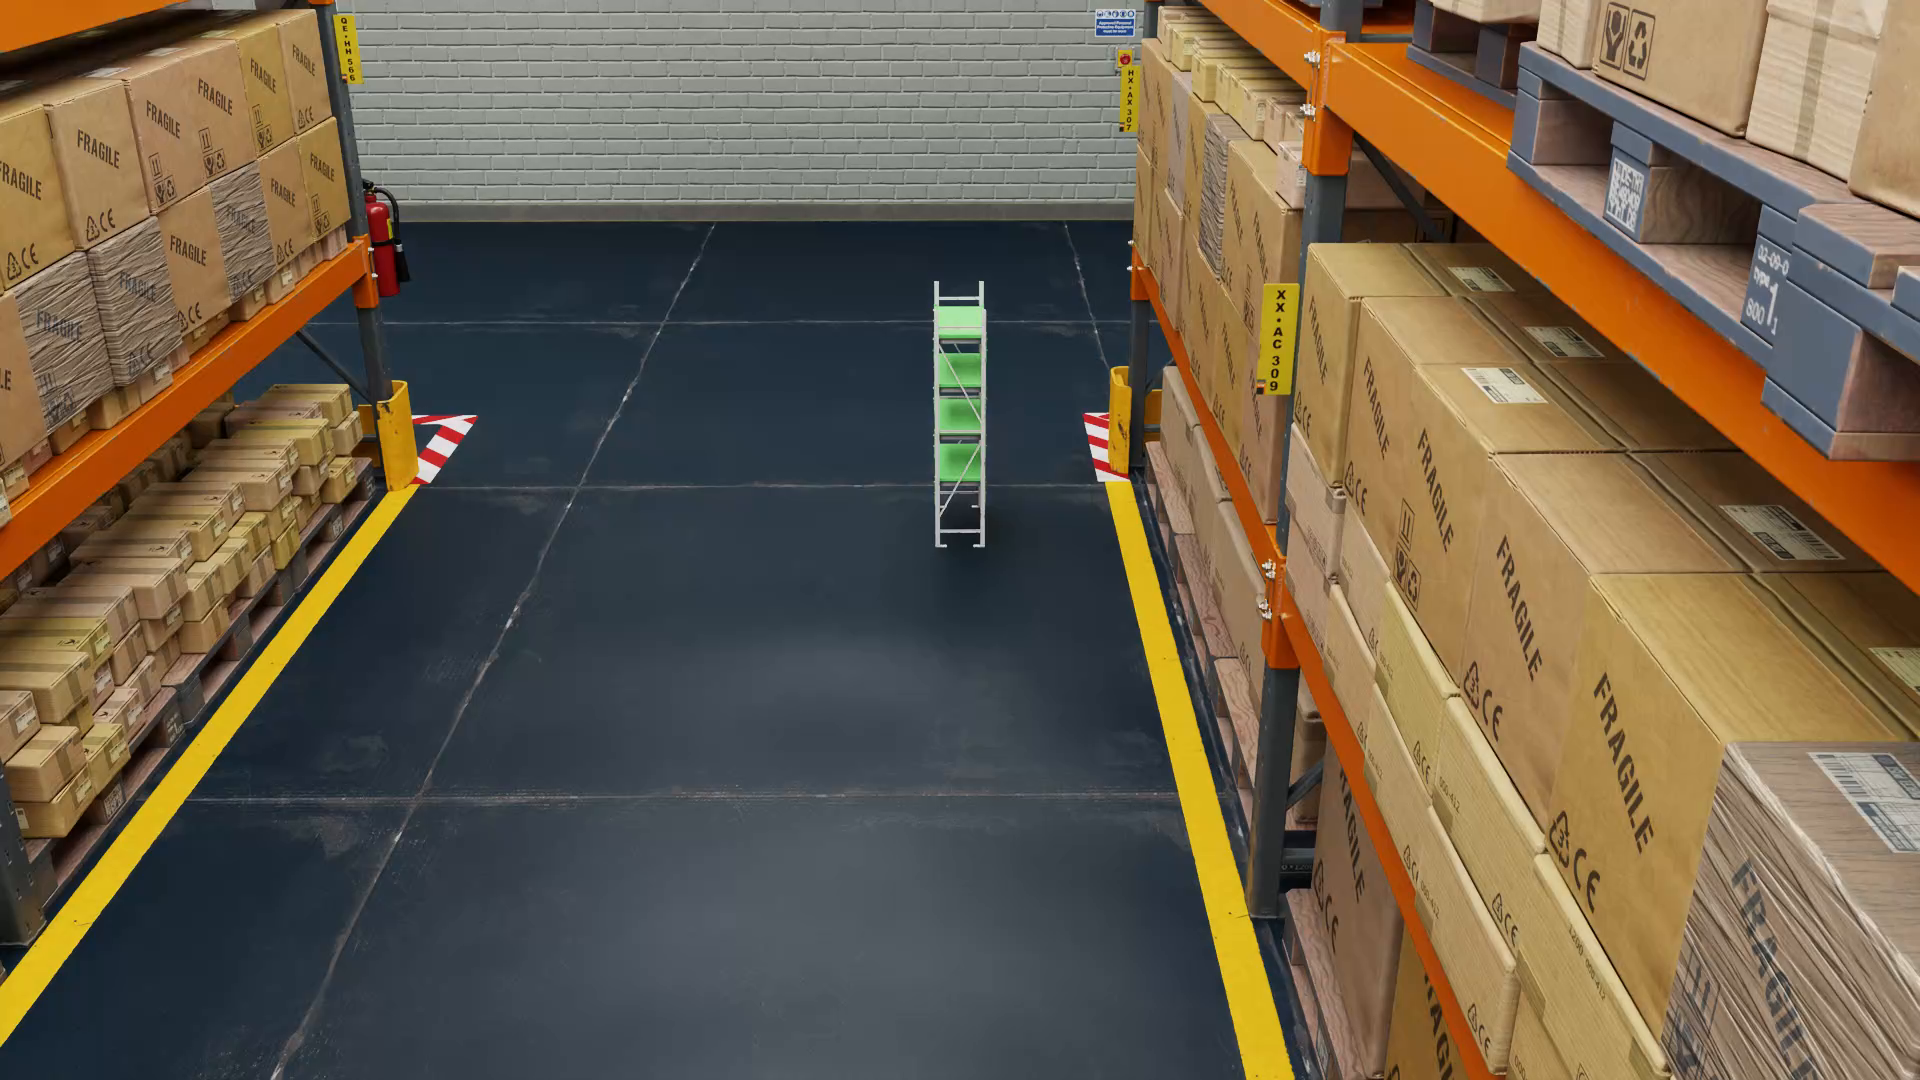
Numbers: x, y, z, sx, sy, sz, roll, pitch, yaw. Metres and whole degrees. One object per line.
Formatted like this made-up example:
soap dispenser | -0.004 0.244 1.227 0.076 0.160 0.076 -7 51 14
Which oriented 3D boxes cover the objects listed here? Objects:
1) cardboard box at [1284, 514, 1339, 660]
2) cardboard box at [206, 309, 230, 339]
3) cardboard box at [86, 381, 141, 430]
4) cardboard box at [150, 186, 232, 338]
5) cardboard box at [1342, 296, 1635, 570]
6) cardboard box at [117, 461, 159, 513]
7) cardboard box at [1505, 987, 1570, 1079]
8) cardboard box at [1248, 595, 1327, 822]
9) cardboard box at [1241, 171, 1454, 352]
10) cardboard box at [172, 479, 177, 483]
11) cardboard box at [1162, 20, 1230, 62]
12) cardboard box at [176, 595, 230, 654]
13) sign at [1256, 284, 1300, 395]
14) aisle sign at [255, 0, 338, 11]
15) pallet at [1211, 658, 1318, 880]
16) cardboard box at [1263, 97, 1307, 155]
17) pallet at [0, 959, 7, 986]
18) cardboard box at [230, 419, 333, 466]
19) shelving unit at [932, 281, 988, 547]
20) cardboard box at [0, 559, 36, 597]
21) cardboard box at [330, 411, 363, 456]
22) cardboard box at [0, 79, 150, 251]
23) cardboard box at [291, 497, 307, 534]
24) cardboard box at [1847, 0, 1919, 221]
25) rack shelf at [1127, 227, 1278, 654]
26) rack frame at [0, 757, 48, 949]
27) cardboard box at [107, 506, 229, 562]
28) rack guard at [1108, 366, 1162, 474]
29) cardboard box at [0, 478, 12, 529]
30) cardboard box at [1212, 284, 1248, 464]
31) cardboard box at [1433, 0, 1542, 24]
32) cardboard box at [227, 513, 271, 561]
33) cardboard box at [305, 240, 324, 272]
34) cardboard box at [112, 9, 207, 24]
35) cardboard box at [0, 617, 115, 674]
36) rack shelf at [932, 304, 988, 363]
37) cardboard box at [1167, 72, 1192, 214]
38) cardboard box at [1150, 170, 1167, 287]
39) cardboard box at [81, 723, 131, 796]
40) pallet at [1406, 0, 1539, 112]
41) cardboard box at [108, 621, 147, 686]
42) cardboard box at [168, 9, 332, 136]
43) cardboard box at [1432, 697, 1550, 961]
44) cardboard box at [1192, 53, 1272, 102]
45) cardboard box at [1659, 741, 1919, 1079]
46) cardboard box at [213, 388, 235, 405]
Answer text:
cardboard box | 1.197 0.111 4.548 0.500 0.250 0.500 -1 24 -2
cardboard box | -3.324 -0.946 7.006 0.380 0.149 0.250 -1 24 -3
cardboard box | -3.236 -0.512 6.047 0.380 0.149 0.250 0 24 0
cardboard box | -3.264 -1.095 6.549 0.500 0.500 0.500 1 24 2
cardboard box | 1.206 -0.249 3.826 0.500 0.500 0.500 0 24 -1
cardboard box | -3.794 -0.237 7.362 0.380 0.149 0.250 1 24 2
cardboard box | 1.224 0.951 2.689 0.500 0.250 0.500 0 24 -1
cardboard box | 1.556 0.577 5.935 0.875 0.438 0.875 -1 24 -1
cardboard box | 1.174 -0.835 5.121 0.500 0.500 0.500 0 24 -1
cardboard box | -3.856 -0.216 7.676 0.380 0.149 0.250 0 24 1
cardboard box | 1.101 -2.222 7.402 0.380 0.149 0.250 0 24 1
cardboard box | -3.230 0.345 6.796 0.380 0.149 0.250 -1 24 -2
sign | 0.901 -0.568 4.718 0.100 0.325 0.005 0 24 -1
aisle sign | -3.237 -2.941 7.957 0.394 0.787 0.004 0 24 -1
pallet | 1.526 0.817 6.188 1.003 0.211 1.213 0 24 -1
cardboard box | 1.226 -1.379 5.536 0.380 0.149 0.250 0 24 -1
pallet | -3.483 1.515 4.644 1.003 0.211 1.213 0 24 -1
cardboard box | -3.202 -0.461 7.858 0.380 0.149 0.250 -1 24 -2
shelving unit | -0.002 -0.615 8.154 0.258 1.200 0.503 0 24 -1
cardboard box | -3.829 0.189 6.421 0.380 0.149 0.250 -1 24 -3
cardboard box | -3.245 -0.536 8.385 0.380 0.149 0.250 -1 24 -2
cardboard box | -3.250 -1.321 5.836 0.500 0.500 0.500 0 24 0
cardboard box | -3.286 -0.085 7.747 0.380 0.149 0.250 0 24 0
cardboard box | 1.299 -0.503 1.451 0.700 0.500 0.500 -1 24 -3
rack shelf | 1.434 -0.637 6.891 1.077 0.370 4.000 0 24 -1
rack frame | -3.493 -0.076 4.779 1.000 3.000 0.127 0 24 -1
cardboard box | -3.281 -0.027 6.897 0.380 0.149 0.250 0 24 0
rack guard | 1.412 -0.659 9.101 1.175 0.500 0.348 0 24 -1
cardboard box | -3.169 -0.080 5.092 0.380 0.149 0.250 1 24 1
cardboard box | 1.184 -0.588 5.788 0.500 0.500 0.500 -1 24 -2
cardboard box | 1.120 -1.069 3.107 0.380 0.166 0.250 -2 24 -4
cardboard box | -3.235 -0.003 7.206 0.380 0.149 0.250 1 24 2
cardboard box | -3.285 -1.374 7.954 0.380 0.149 0.250 0 24 -1
cardboard box | -3.797 -2.175 7.724 0.500 0.500 0.500 0 24 -1
cardboard box | -3.285 0.400 5.955 0.380 0.149 0.250 -1 24 -1
rack shelf | -0.002 -0.994 7.982 0.258 0.148 0.480 0 24 -1
cardboard box | 1.159 -1.666 6.958 0.500 0.500 0.500 0 24 -1
cardboard box | 1.164 -1.427 7.643 0.500 0.500 0.500 -1 24 -1
cardboard box | -3.178 0.770 5.857 0.380 0.149 0.250 0 24 1
pallet | 1.515 -1.042 3.507 0.805 0.209 1.217 -1 24 -3
cardboard box | -3.308 0.430 6.249 0.380 0.149 0.250 -1 24 -3
cardboard box | -3.283 -2.174 7.721 0.500 0.500 0.500 -1 24 -2
cardboard box | 1.199 0.514 3.049 0.500 0.250 0.500 -1 24 -2
cardboard box | 1.114 -1.798 6.465 0.380 0.149 0.250 -1 24 -2
cardboard box | 1.218 0.584 1.985 0.500 0.500 0.500 0 24 0
cardboard box | -3.871 -0.671 8.321 0.380 0.149 0.250 -1 24 -3
